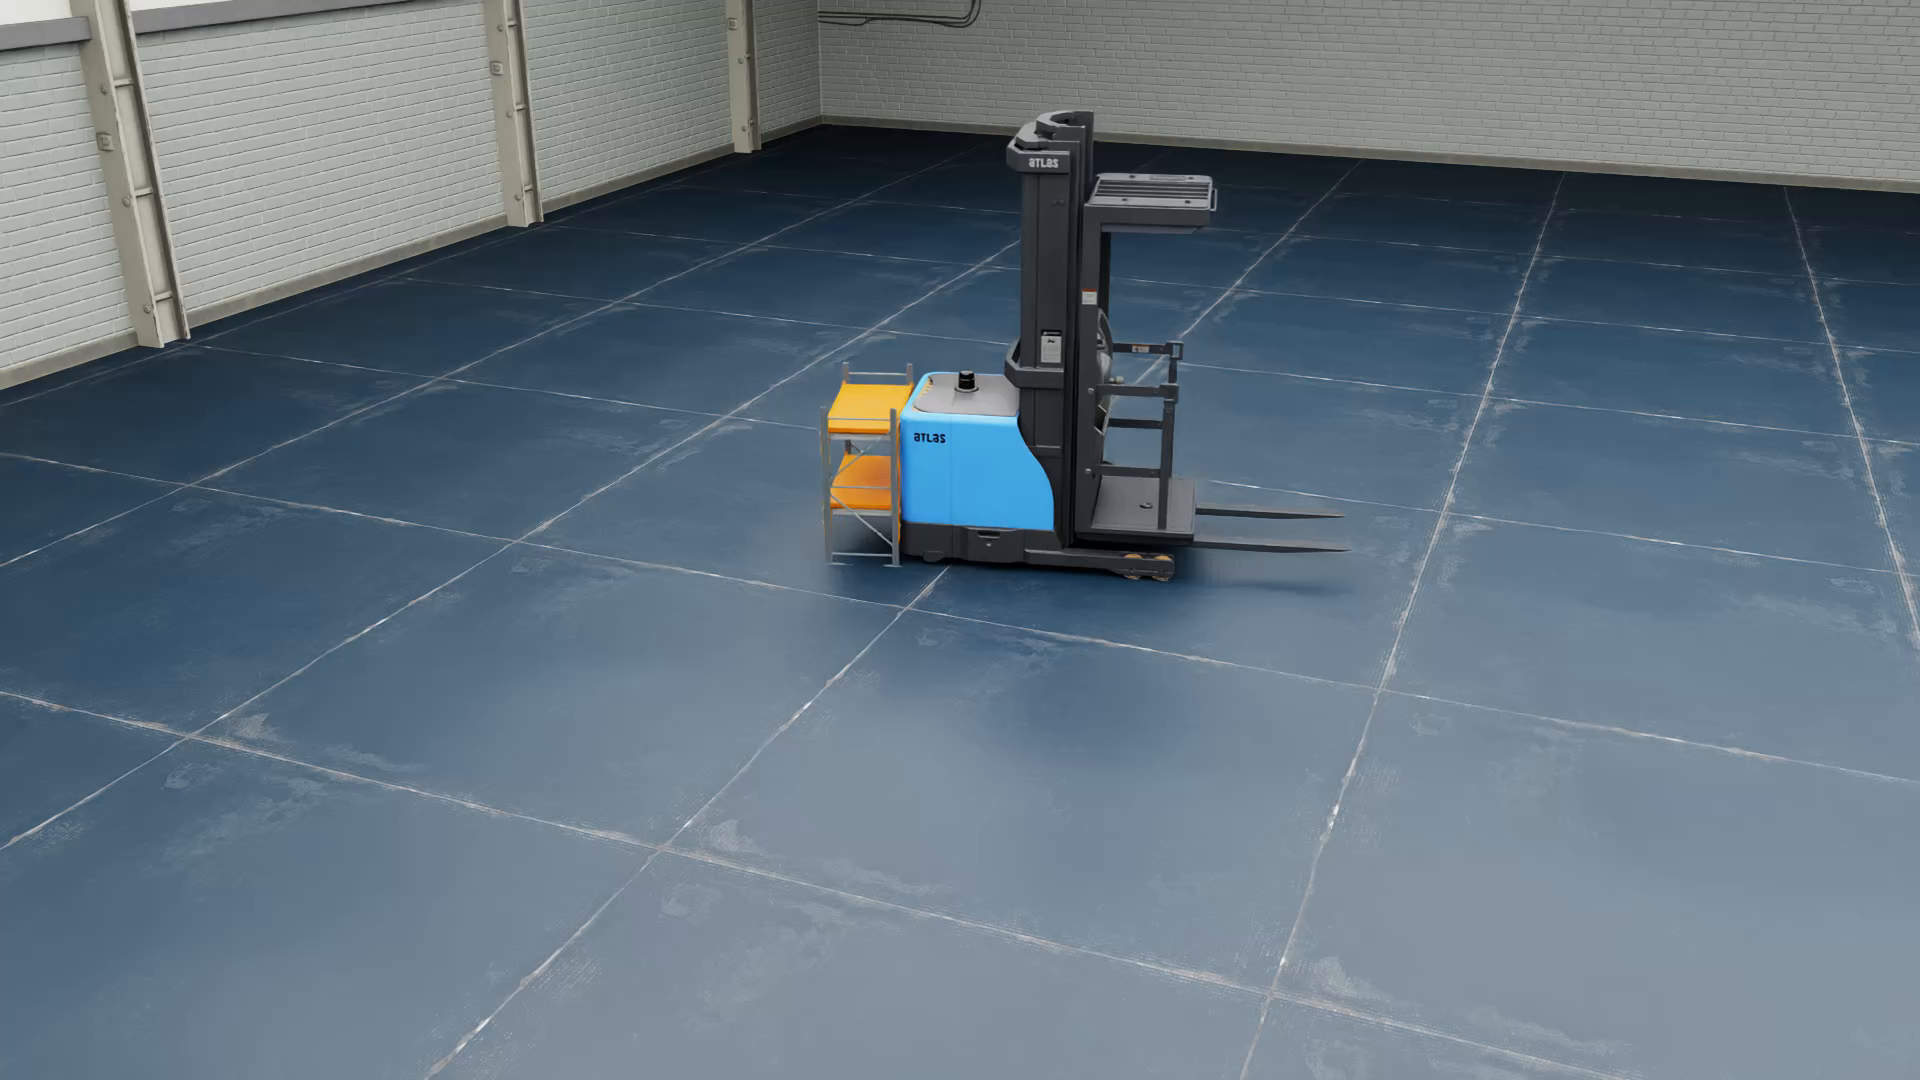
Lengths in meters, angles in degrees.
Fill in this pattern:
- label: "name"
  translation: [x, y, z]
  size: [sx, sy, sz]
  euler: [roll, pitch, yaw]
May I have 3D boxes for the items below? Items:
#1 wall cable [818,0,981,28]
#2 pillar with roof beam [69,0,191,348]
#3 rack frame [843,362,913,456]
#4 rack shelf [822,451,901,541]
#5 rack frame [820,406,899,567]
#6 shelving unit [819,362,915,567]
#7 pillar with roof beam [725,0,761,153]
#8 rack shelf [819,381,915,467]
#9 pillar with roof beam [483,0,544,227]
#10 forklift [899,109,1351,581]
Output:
- label: "wall cable"
  translation: [-1.100, -9.846, 27.675]
  size: [3.097, 2.526, 0.112]
  euler: [9, 24, 20]
- label: "pillar with roof beam"
  translation: [-3.882, -5.503, 13.250]
  size: [9.100, 9.000, 0.400]
  euler: [9, 24, 20]
- label: "rack frame"
  translation: [-0.586, -0.739, 12.059]
  size: [0.500, 1.125, 0.032]
  euler: [2, 23, 4]
- label: "rack shelf"
  translation: [-0.626, -0.318, 11.686]
  size: [0.538, 0.278, 1.000]
  euler: [2, 23, 4]
- label: "rack frame"
  translation: [-0.665, -0.348, 11.124]
  size: [0.500, 1.125, 0.032]
  euler: [2, 23, 4]
- label: "shelving unit"
  translation: [-0.626, -0.543, 11.592]
  size: [0.538, 1.125, 1.048]
  euler: [2, 23, 4]
- label: "pillar with roof beam"
  translation: [0.575, -9.797, 23.530]
  size: [9.100, 9.000, 0.400]
  euler: [9, 24, 20]
- label: "rack shelf"
  translation: [-0.626, -0.814, 11.479]
  size: [0.538, 0.278, 1.000]
  euler: [2, 23, 4]
- label: "pillar with roof beam"
  translation: [-1.654, -7.650, 18.390]
  size: [9.100, 9.000, 0.400]
  euler: [9, 24, 20]
- label: "forklift"
  translation: [1.148, -1.299, 11.057]
  size: [3.031, 2.935, 1.130]
  euler: [3, 23, 8]
